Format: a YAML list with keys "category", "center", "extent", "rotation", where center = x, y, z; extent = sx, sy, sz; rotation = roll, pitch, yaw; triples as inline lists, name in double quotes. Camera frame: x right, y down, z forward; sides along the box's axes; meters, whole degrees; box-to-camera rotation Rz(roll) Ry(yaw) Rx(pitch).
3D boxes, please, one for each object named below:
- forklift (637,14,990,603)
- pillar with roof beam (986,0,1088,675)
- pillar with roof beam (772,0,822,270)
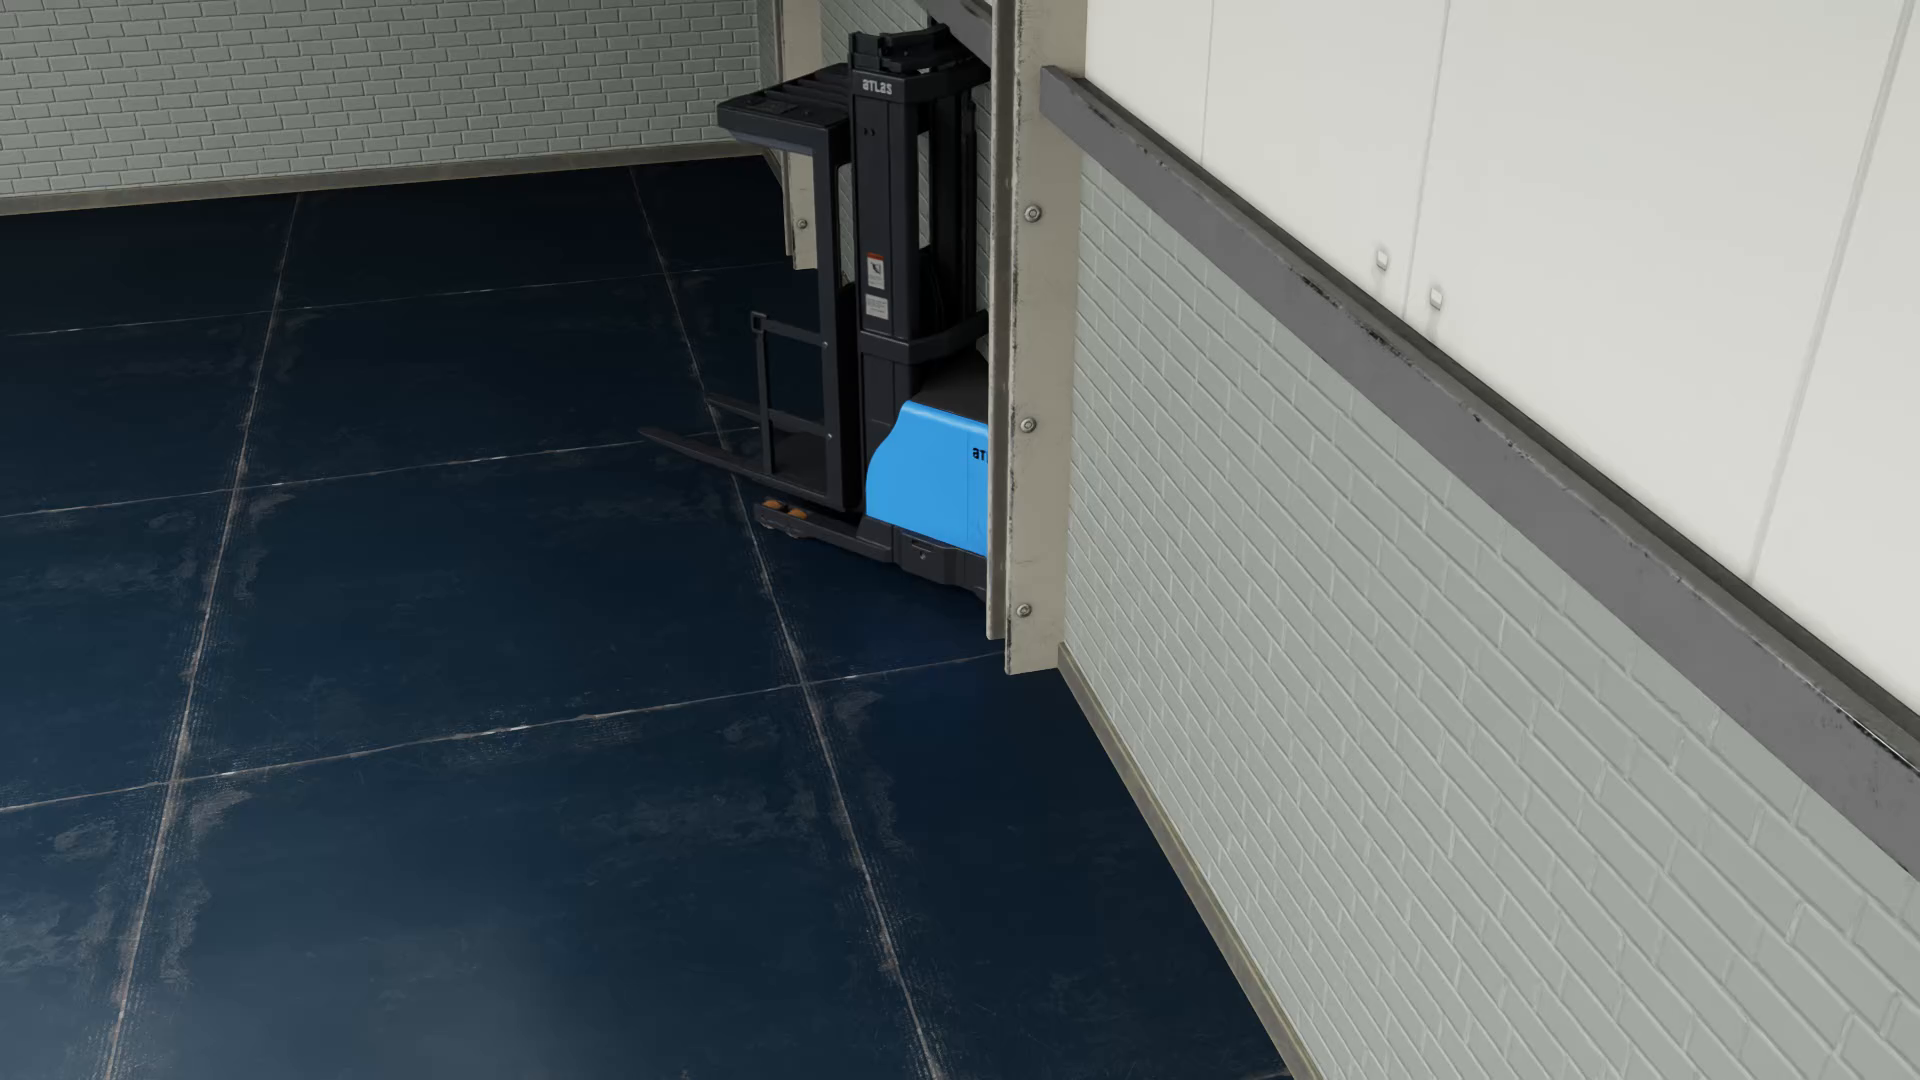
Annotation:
- category: "forklift"
  center: [-0.610, -1.479, 9.379]
  extent: [3.031, 2.935, 1.130]
  rotation: [19, 35, 29]
- category: "pillar with roof beam"
  center: [-3.811, -2.744, 5.507]
  extent: [9.100, 9.000, 0.400]
  rotation: [-8, 31, -13]
- category: "pillar with roof beam"
  center: [-5.403, -5.641, 10.514]
  extent: [9.100, 9.000, 0.400]
  rotation: [-8, 31, -13]
